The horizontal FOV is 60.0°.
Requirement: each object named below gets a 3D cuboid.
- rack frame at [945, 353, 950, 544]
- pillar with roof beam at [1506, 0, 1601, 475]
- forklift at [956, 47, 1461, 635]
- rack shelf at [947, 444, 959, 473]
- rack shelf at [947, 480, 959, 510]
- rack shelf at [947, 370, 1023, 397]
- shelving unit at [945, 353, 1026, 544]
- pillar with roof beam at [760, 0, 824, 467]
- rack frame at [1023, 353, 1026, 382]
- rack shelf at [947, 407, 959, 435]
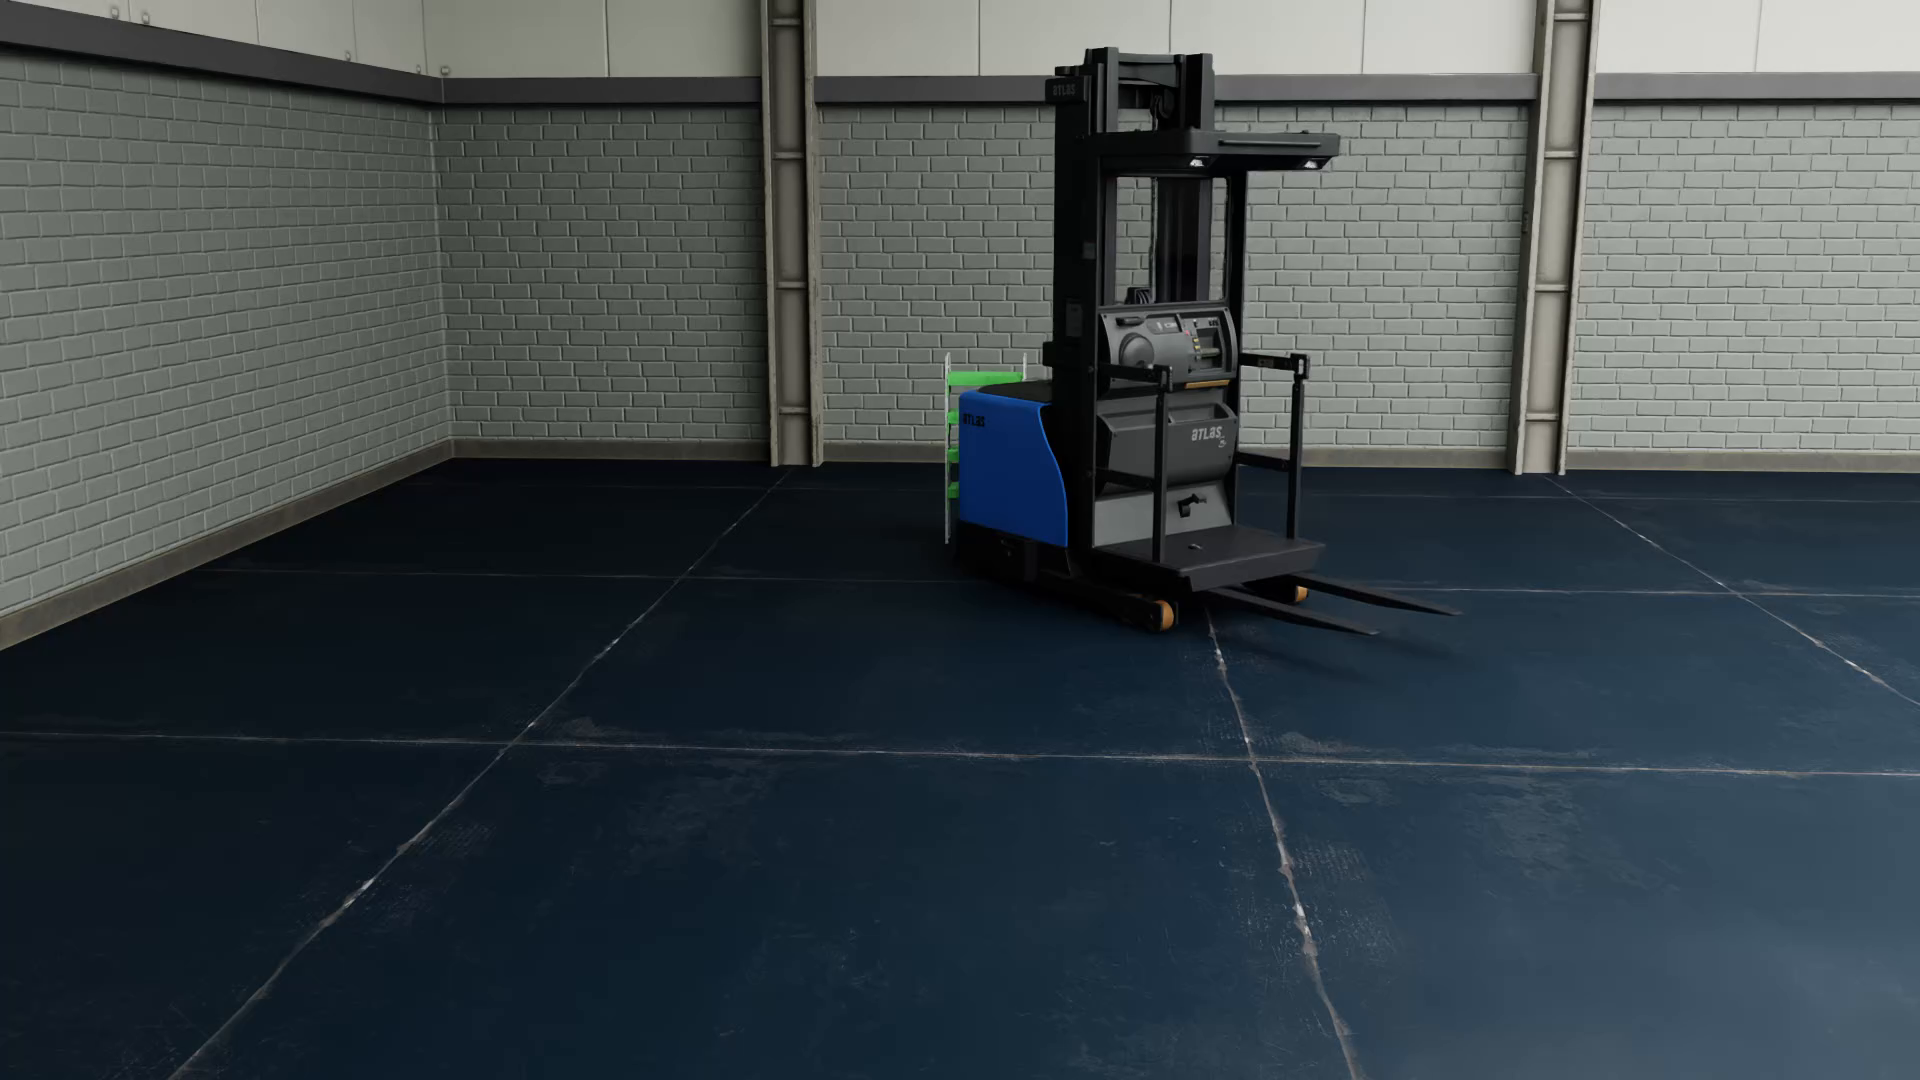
[{"bbox_3d":[-0.078,-0.588,10.650,0.015,1.200,0.240,1,12,4],"label":"rack frame"},{"bbox_3d":[4.349,-4.079,8.287,0.400,9.000,9.100,1,12,4],"label":"pillar with roof beam"},{"bbox_3d":[1.253,-1.075,8.751,1.130,2.935,3.031,-9,15,-35],"label":"forklift"},{"bbox_3d":[0.165,-0.522,10.647,0.480,0.148,0.258,1,12,4],"label":"rack shelf"},{"bbox_3d":[0.165,-0.288,10.697,0.480,0.148,0.258,1,12,4],"label":"rack shelf"},{"bbox_3d":[0.165,-0.992,10.549,0.480,0.148,0.258,1,12,4],"label":"rack shelf"},{"bbox_3d":[0.165,-0.585,10.634,0.503,1.200,0.258,1,12,4],"label":"shelving unit"},{"bbox_3d":[-1.637,-4.161,8.680,0.400,9.000,9.100,1,12,4],"label":"pillar with roof beam"},{"bbox_3d":[0.409,-0.582,10.618,0.015,1.200,0.240,1,12,4],"label":"rack frame"},{"bbox_3d":[0.165,-0.757,10.598,0.480,0.148,0.258,1,12,4],"label":"rack shelf"}]
